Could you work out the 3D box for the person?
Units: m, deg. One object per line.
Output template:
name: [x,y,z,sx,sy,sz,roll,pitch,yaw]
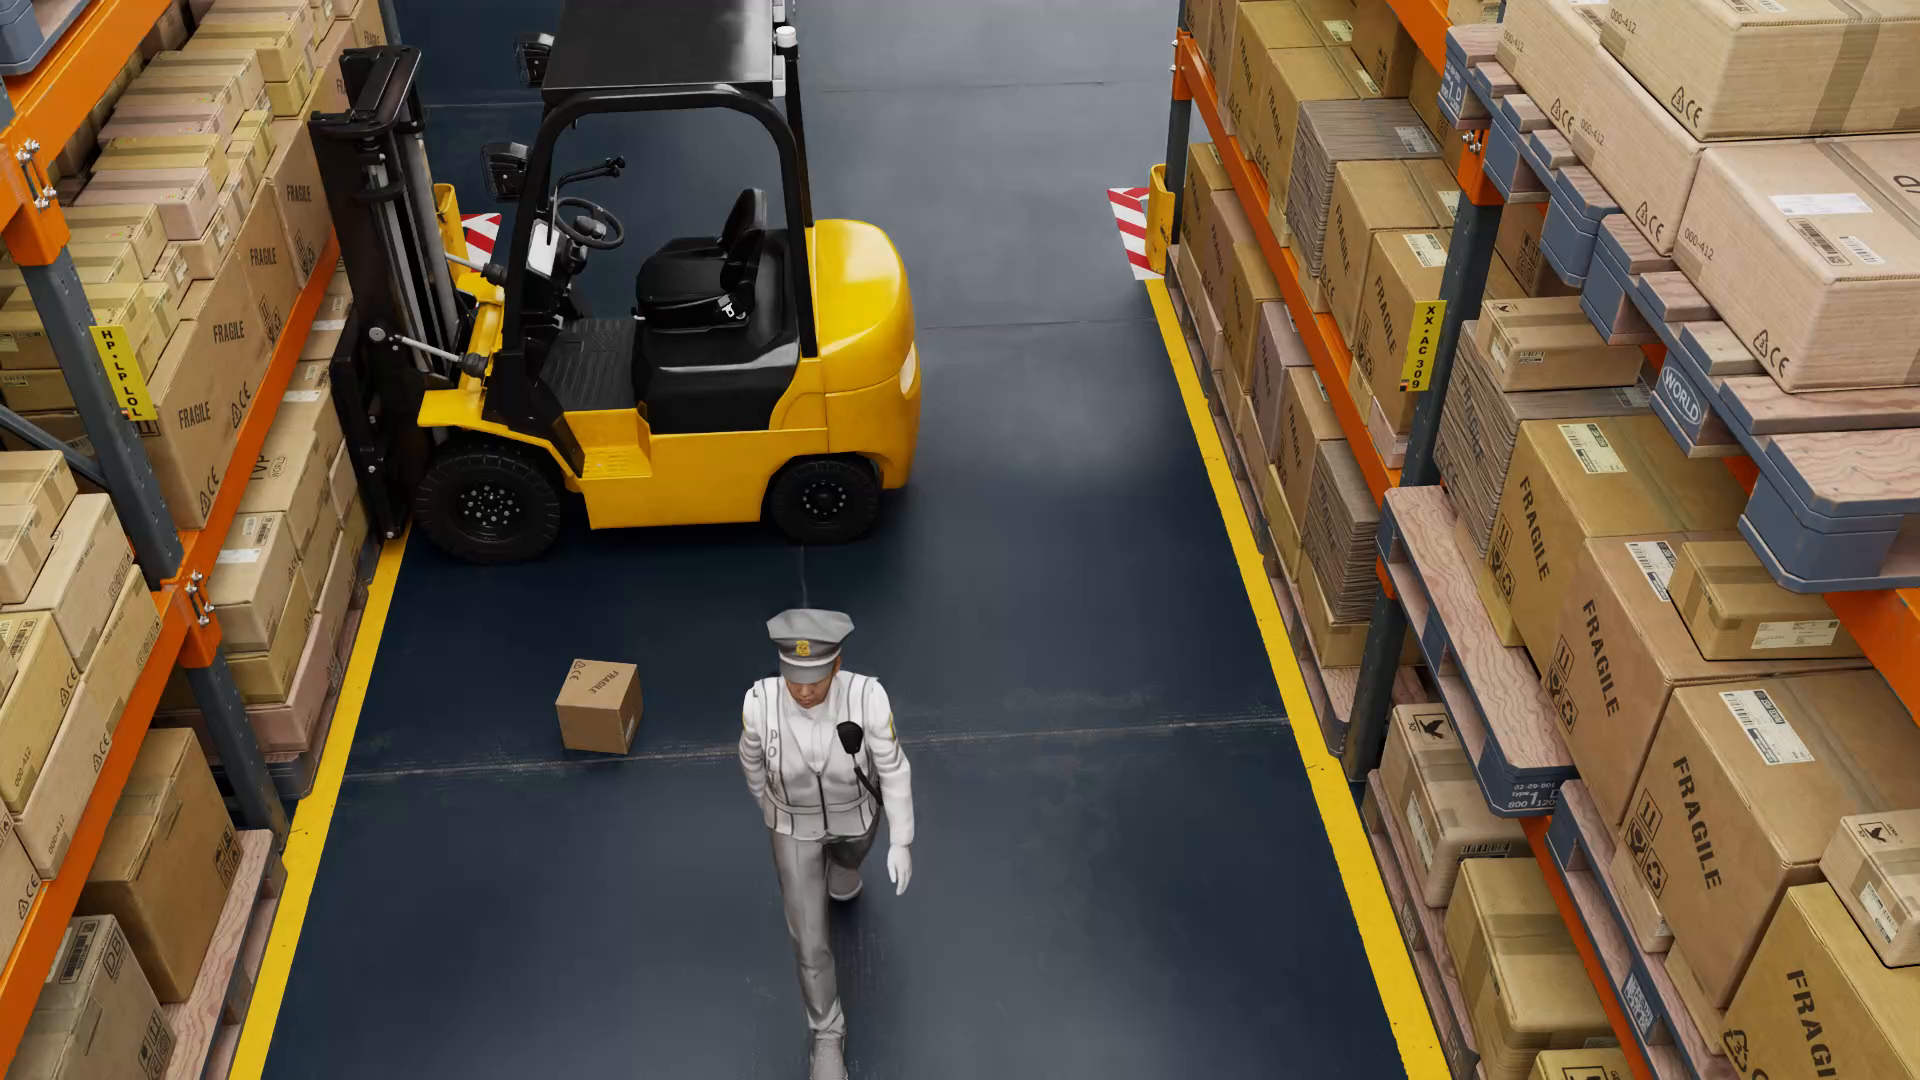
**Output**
person: [-0.406,0.832,5.120,0.505,1.628,1.029,-6,40,-7]
